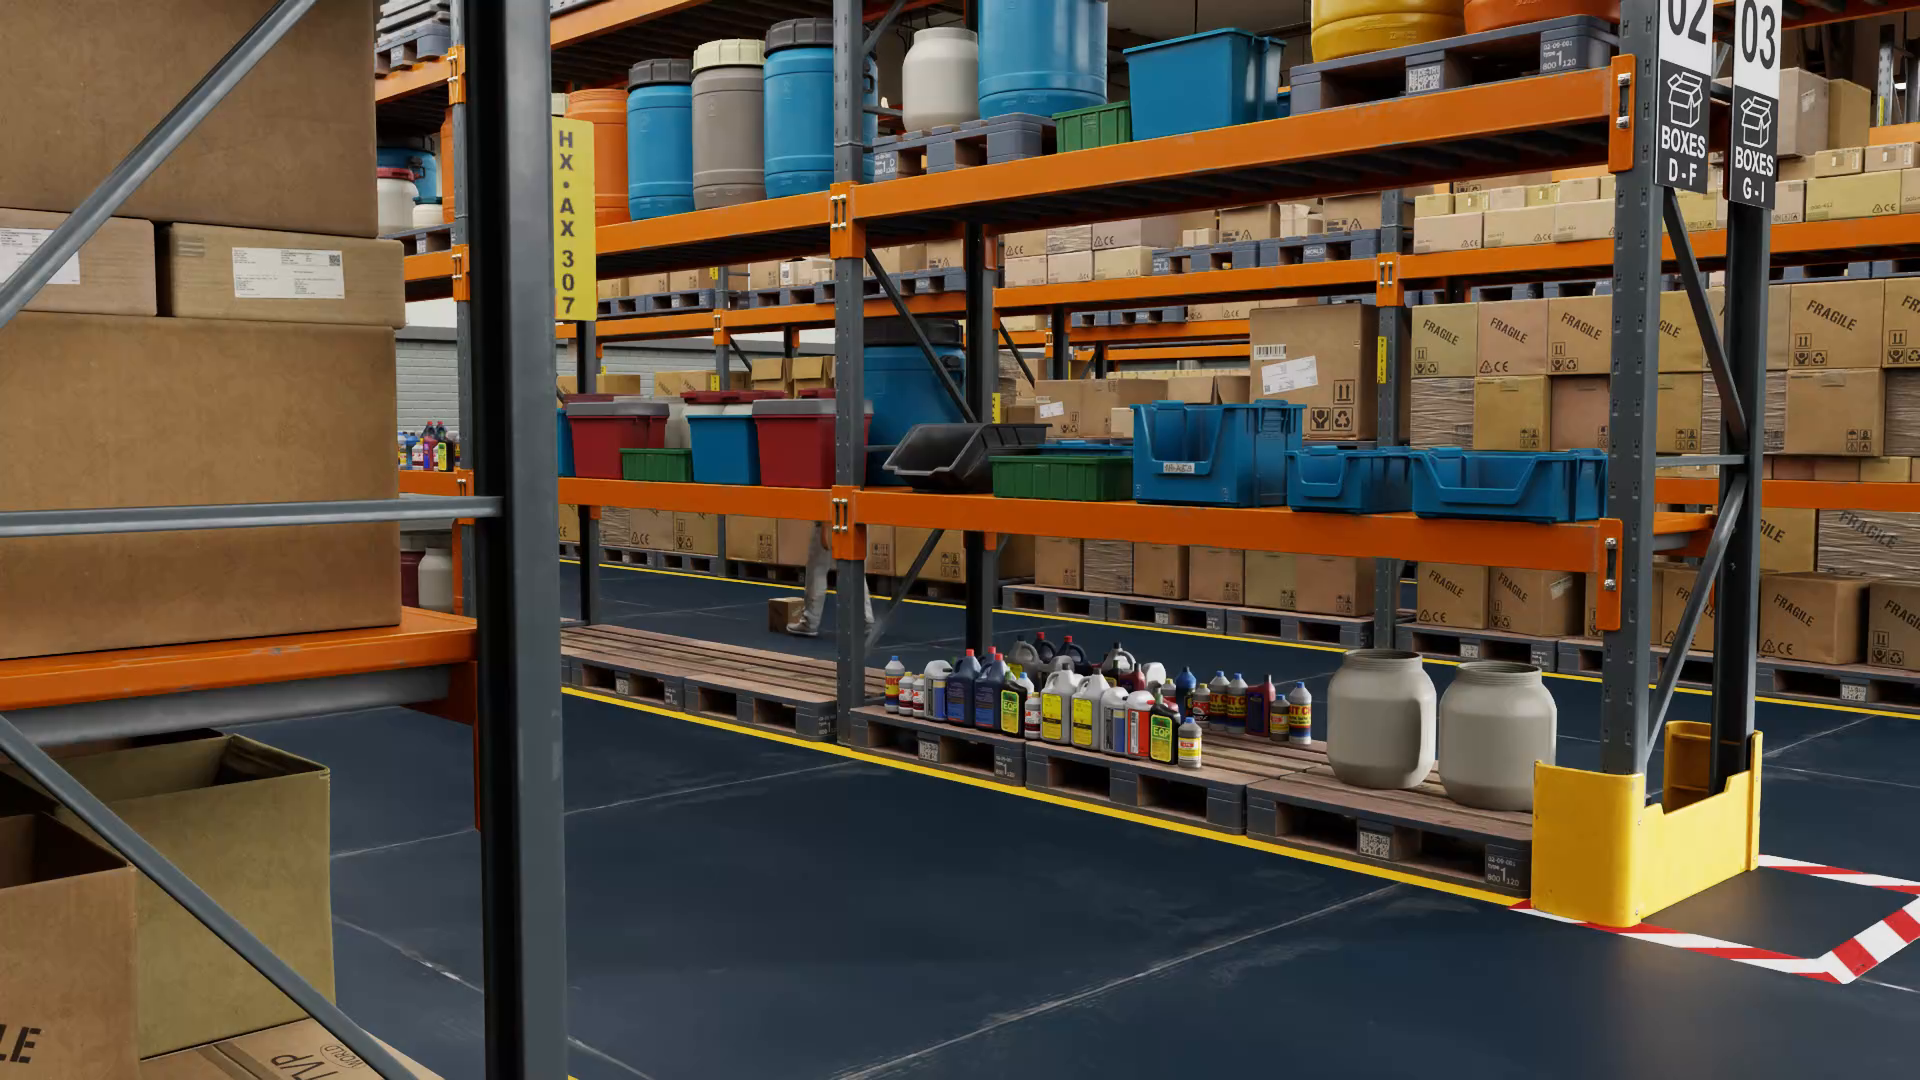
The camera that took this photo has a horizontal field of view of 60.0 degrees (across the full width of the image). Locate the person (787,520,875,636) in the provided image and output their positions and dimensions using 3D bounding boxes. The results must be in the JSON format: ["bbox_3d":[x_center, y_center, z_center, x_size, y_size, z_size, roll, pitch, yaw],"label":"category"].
[{"bbox_3d":[-1.002,-0.090,12.805,0.643,1.661,0.487,2,5,30],"label":"person"}]
